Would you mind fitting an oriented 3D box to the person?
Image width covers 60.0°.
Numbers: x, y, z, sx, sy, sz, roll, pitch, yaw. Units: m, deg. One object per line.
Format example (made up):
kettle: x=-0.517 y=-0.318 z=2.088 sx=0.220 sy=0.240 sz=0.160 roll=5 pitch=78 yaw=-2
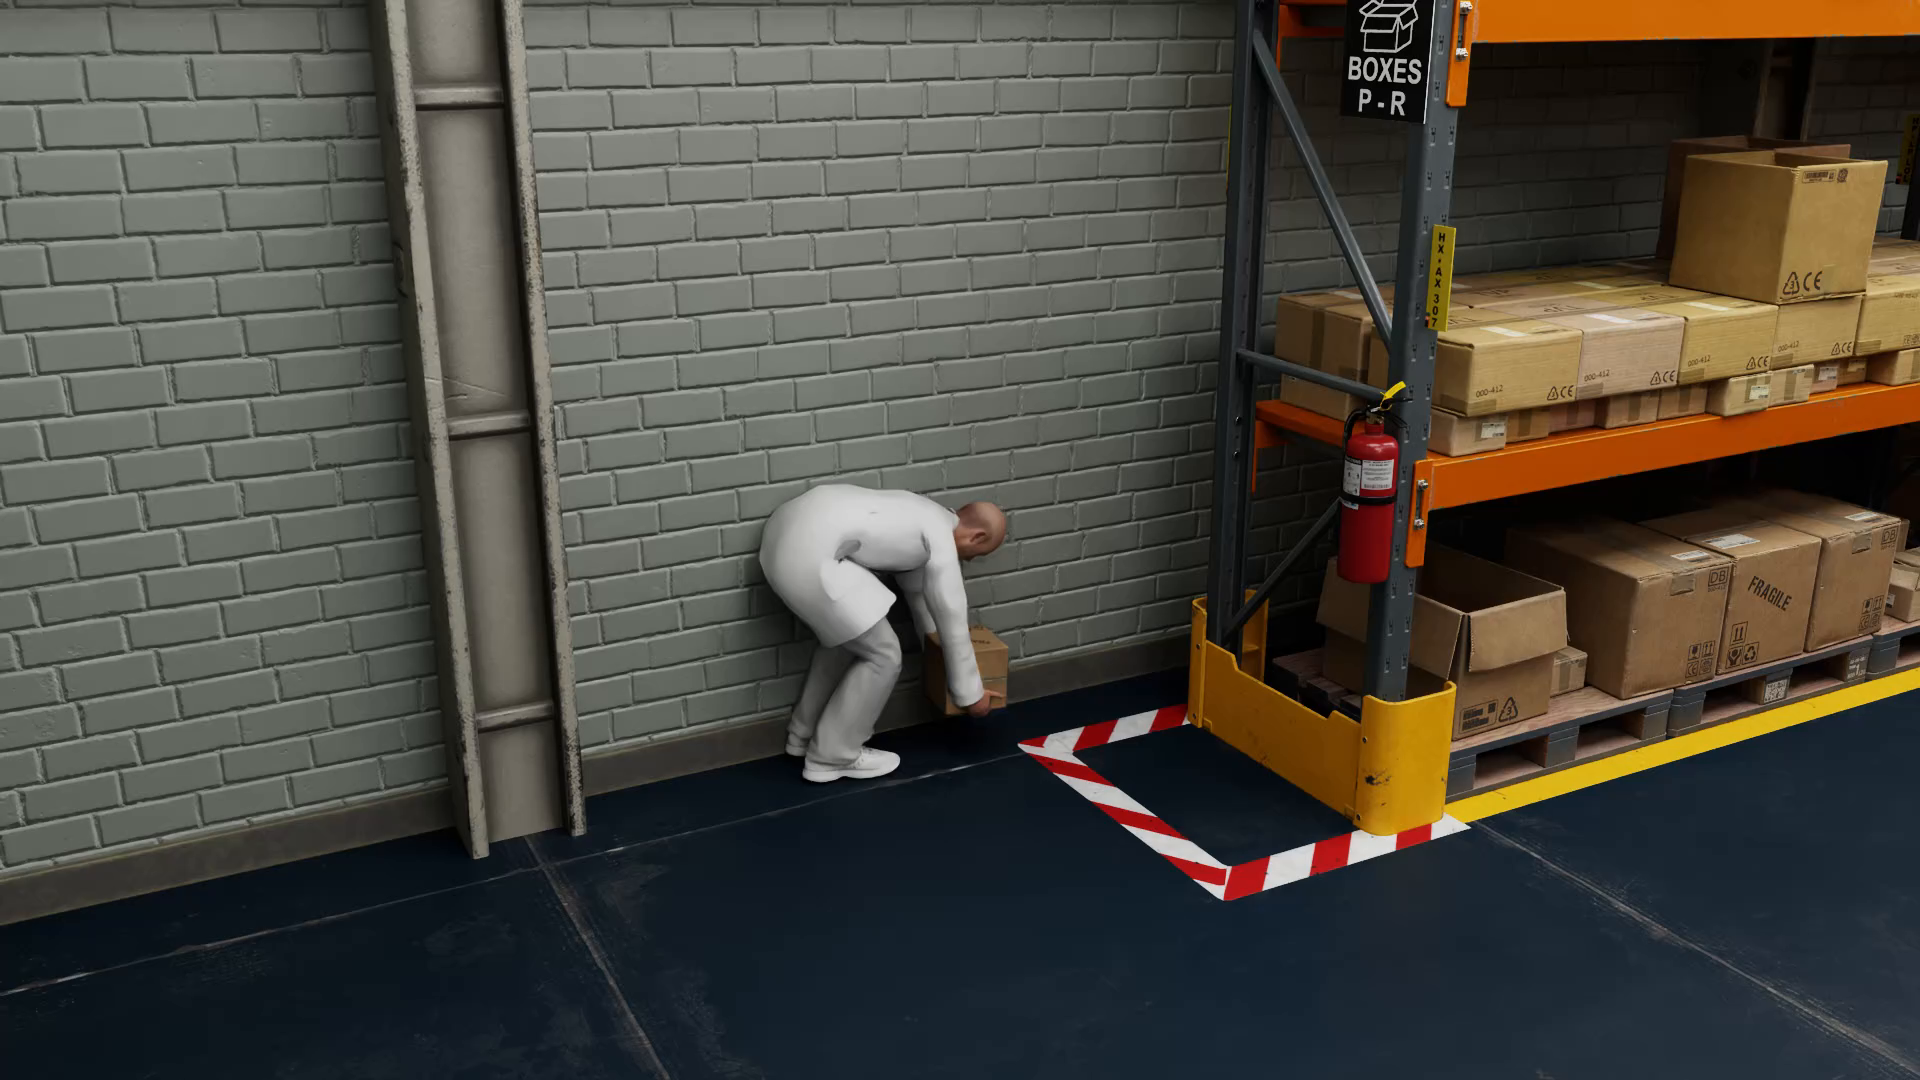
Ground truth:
person: x=-0.275 y=0.303 z=6.261 sx=0.949 sy=1.089 sz=0.578 roll=-8 pitch=20 yaw=-23
